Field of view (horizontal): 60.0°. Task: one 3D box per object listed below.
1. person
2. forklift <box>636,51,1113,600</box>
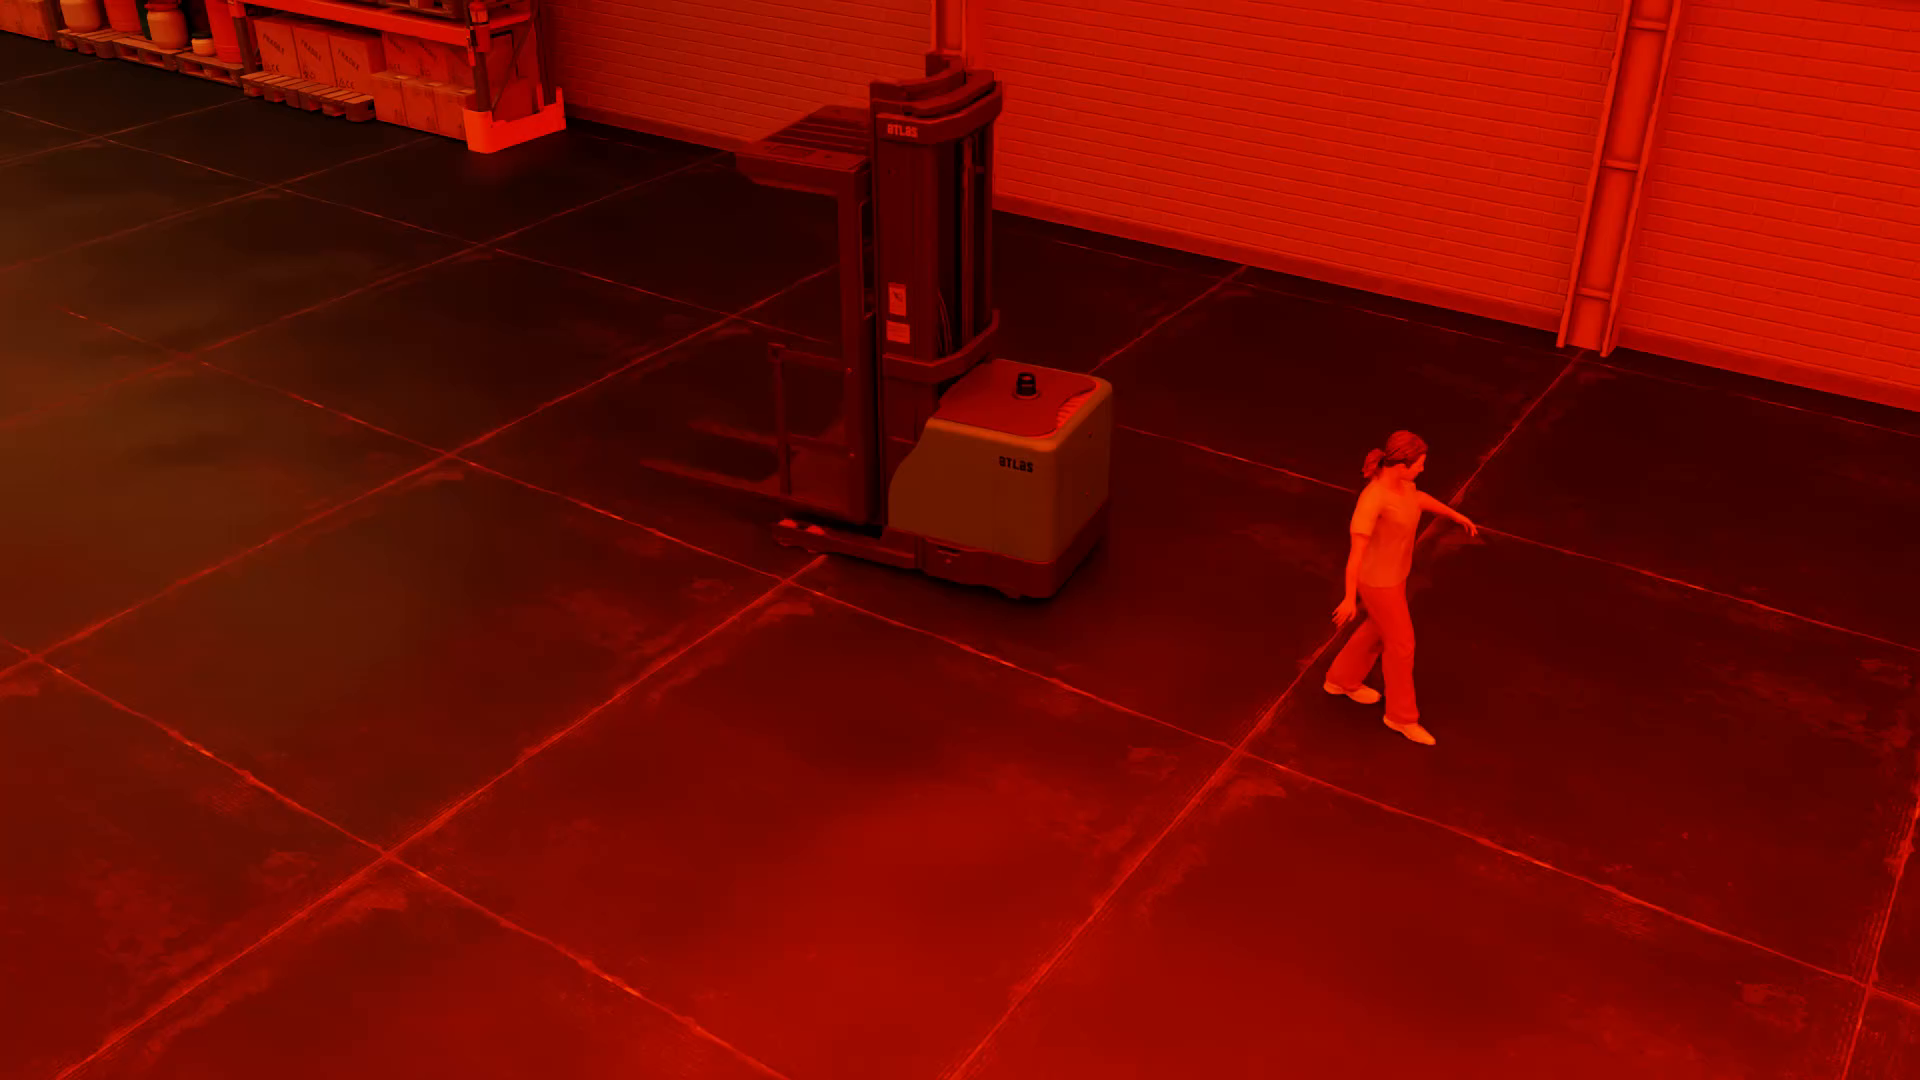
[{"bbox_3d":[2.242,0.234,8.488,0.680,1.679,0.904,17,34,26],"label":"person"},{"bbox_3d":[-0.621,-1.409,10.008,3.031,2.935,1.130,13,33,22],"label":"forklift"}]
